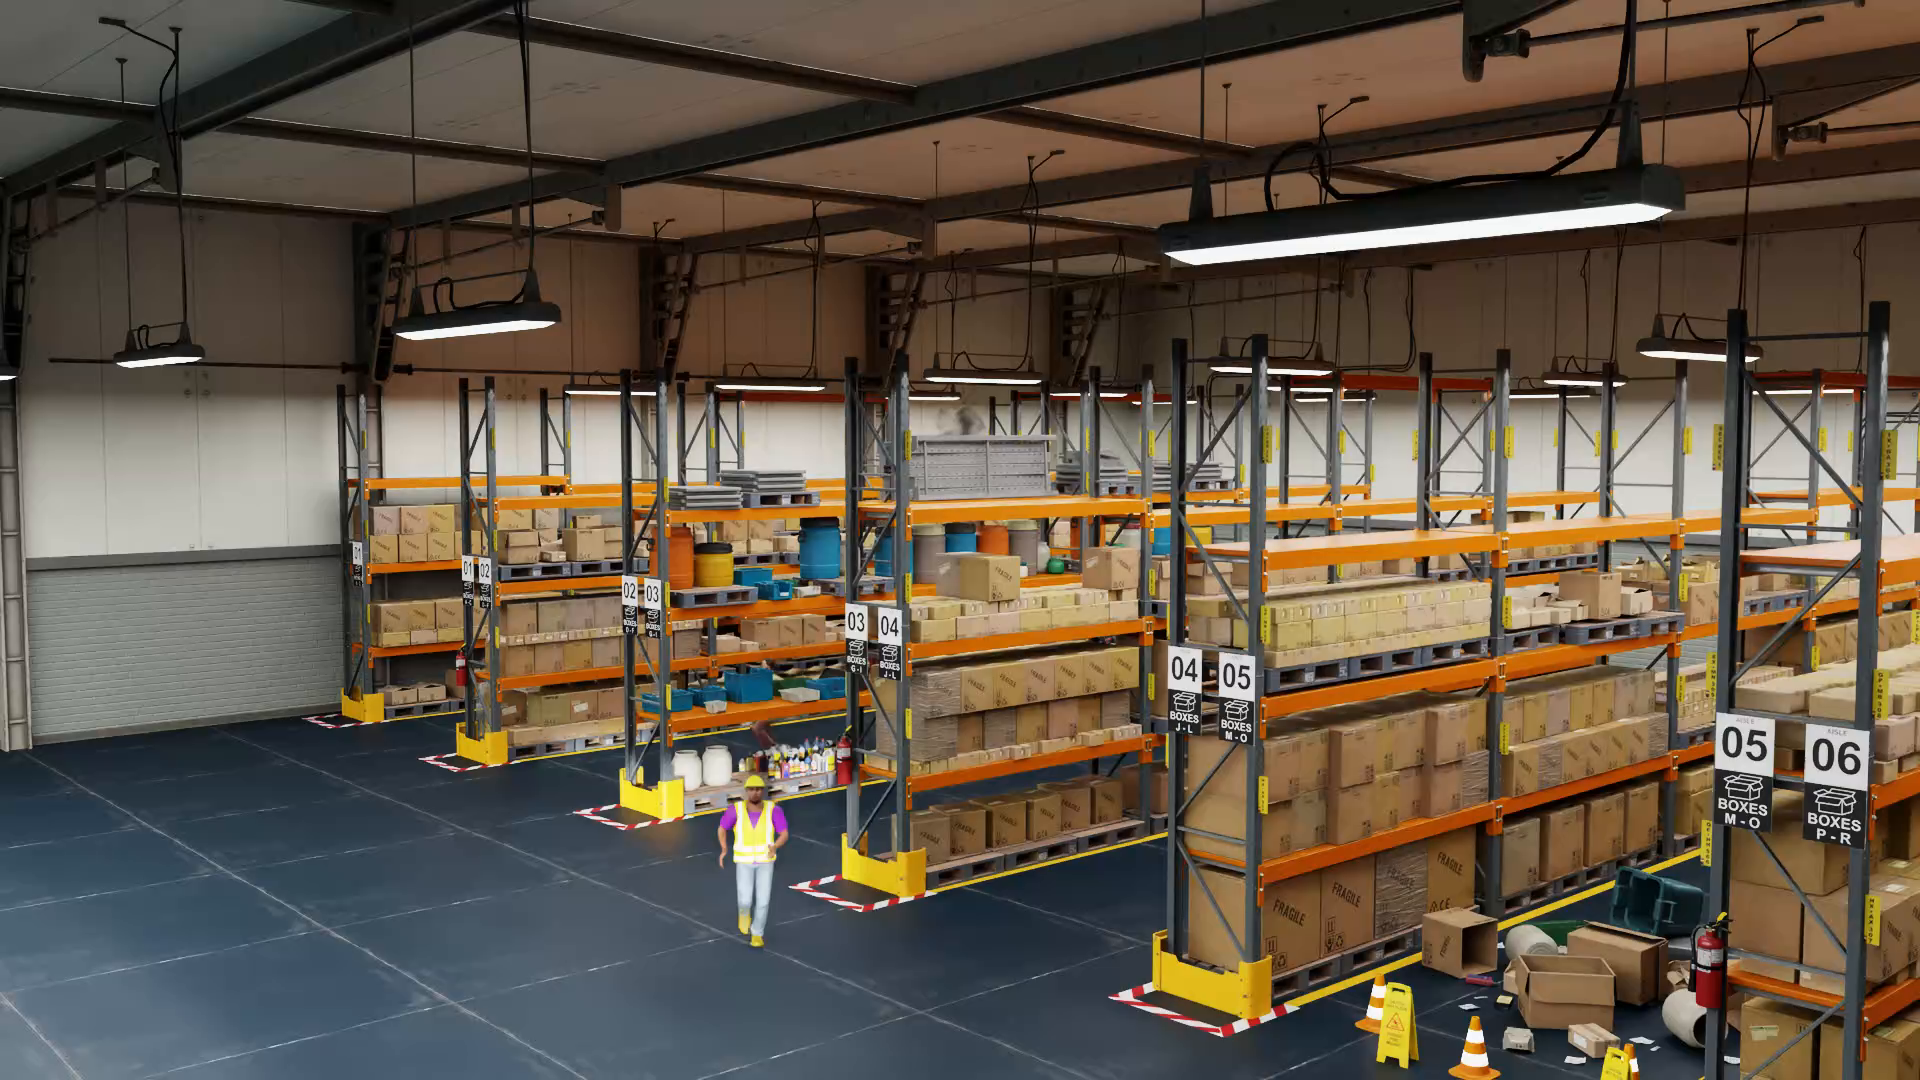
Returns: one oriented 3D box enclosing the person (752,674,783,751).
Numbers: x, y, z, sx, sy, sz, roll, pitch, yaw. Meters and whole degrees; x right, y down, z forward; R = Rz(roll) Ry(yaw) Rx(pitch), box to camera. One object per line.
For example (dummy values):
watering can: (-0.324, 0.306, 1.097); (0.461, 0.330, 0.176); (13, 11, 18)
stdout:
person: (-3.018, 2.739, 25.882); (0.586, 1.327, 0.543); (-3, 5, -37)

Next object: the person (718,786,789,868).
person: (0.430, 2.444, 22.475); (7.371, 0.880, 11.482); (-1, 4, -8)

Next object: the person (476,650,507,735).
person: (-7.871, 2.505, 28.143); (0.692, 1.584, 0.992); (3, 5, 38)
